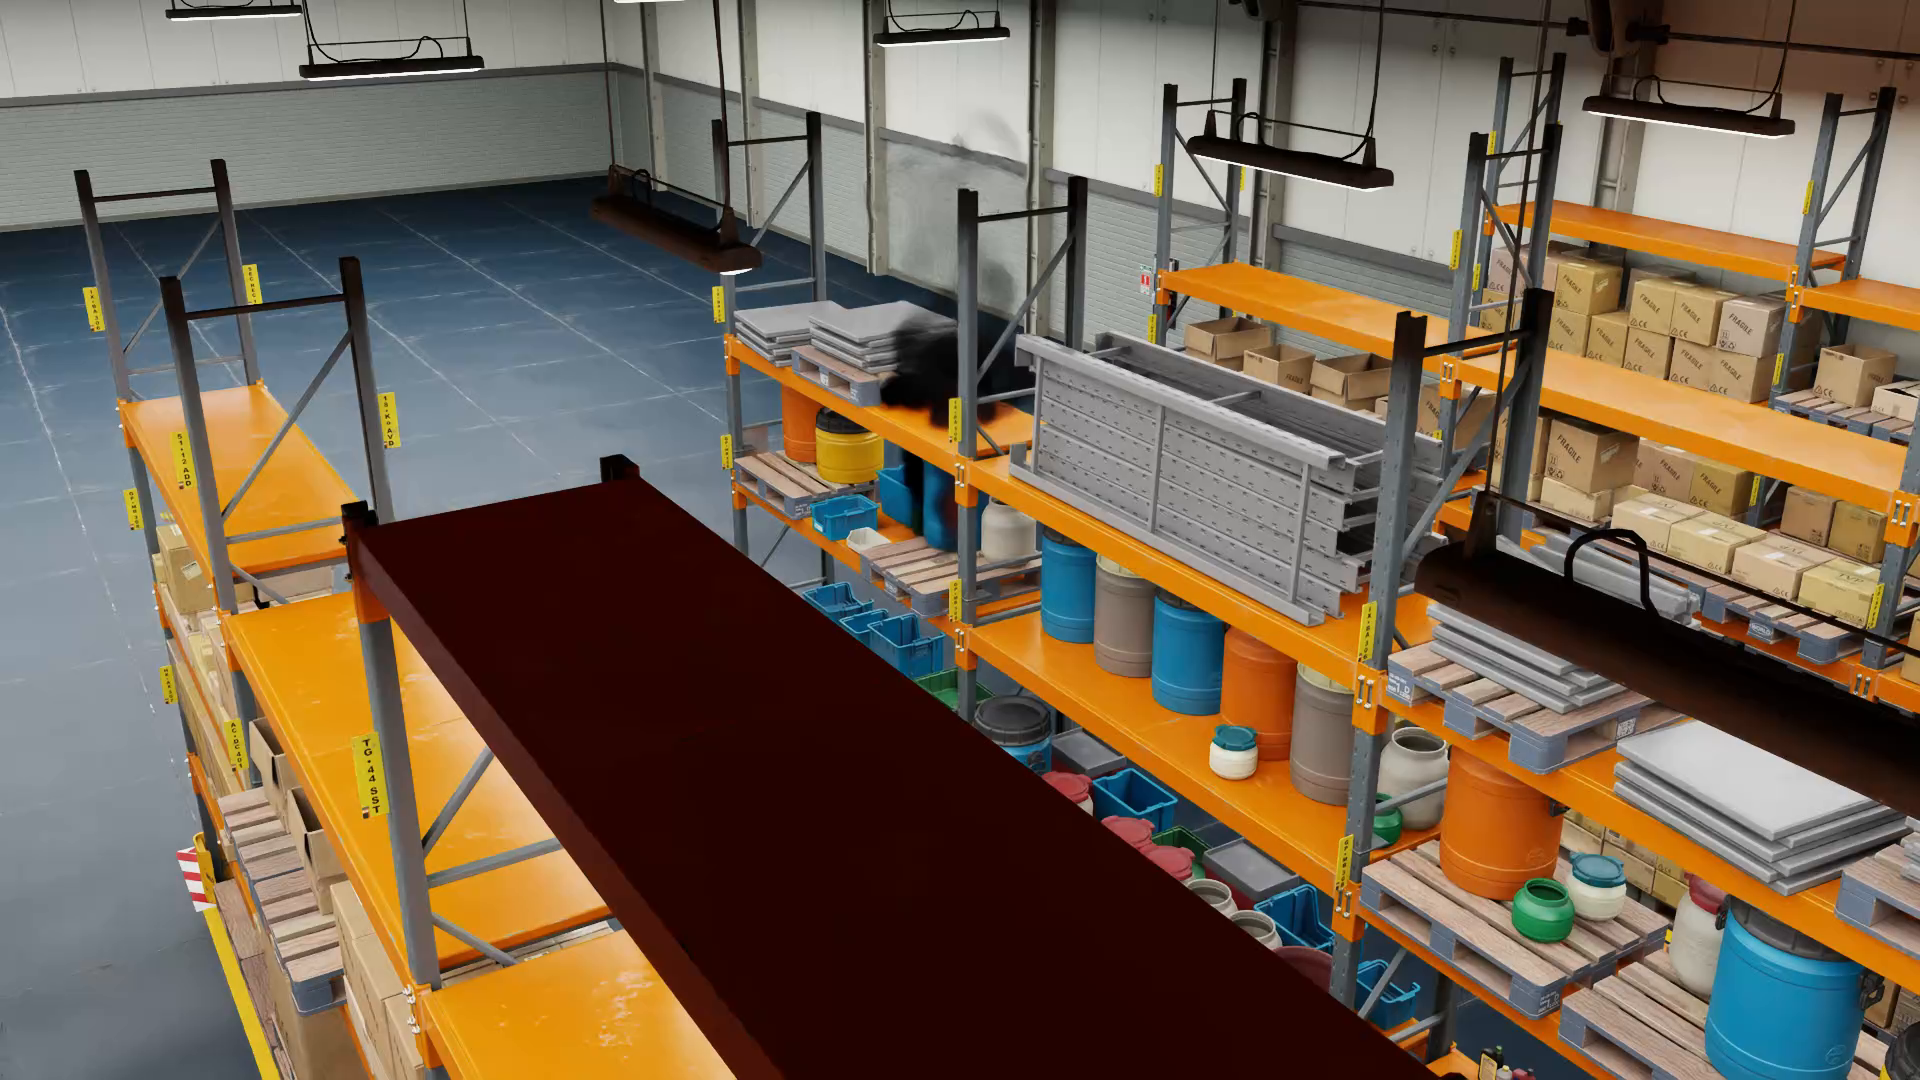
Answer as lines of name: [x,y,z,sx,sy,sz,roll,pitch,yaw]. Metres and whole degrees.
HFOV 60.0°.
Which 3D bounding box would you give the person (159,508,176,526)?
person: [-8.292,0.470,17.884,0.734,1.788,0.681,-2,22,-5]
